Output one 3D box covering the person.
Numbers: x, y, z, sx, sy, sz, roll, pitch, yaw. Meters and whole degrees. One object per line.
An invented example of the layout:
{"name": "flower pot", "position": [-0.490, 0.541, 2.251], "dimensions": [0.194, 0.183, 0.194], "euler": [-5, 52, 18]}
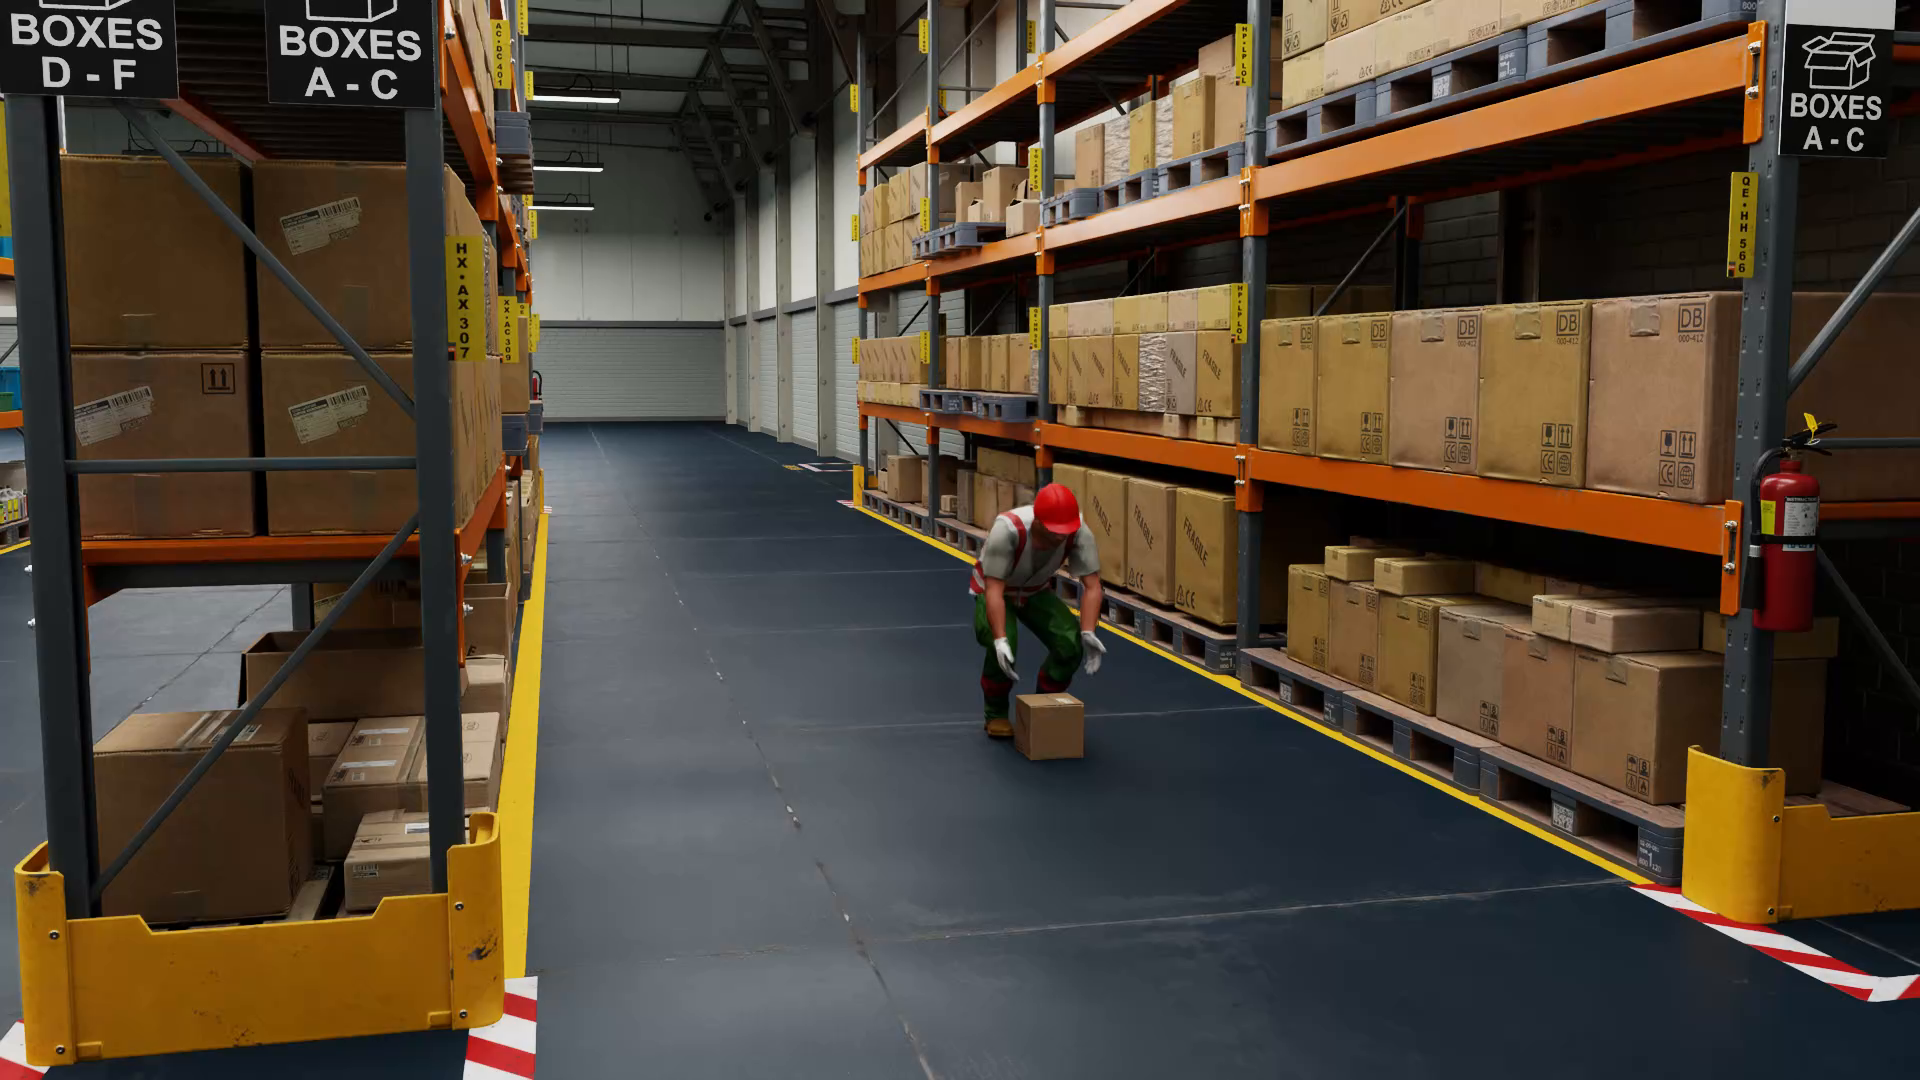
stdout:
{"name": "person", "position": [0.358, 0.322, 7.895], "dimensions": [0.582, 1.230, 0.837], "euler": [-1, 6, -14]}
